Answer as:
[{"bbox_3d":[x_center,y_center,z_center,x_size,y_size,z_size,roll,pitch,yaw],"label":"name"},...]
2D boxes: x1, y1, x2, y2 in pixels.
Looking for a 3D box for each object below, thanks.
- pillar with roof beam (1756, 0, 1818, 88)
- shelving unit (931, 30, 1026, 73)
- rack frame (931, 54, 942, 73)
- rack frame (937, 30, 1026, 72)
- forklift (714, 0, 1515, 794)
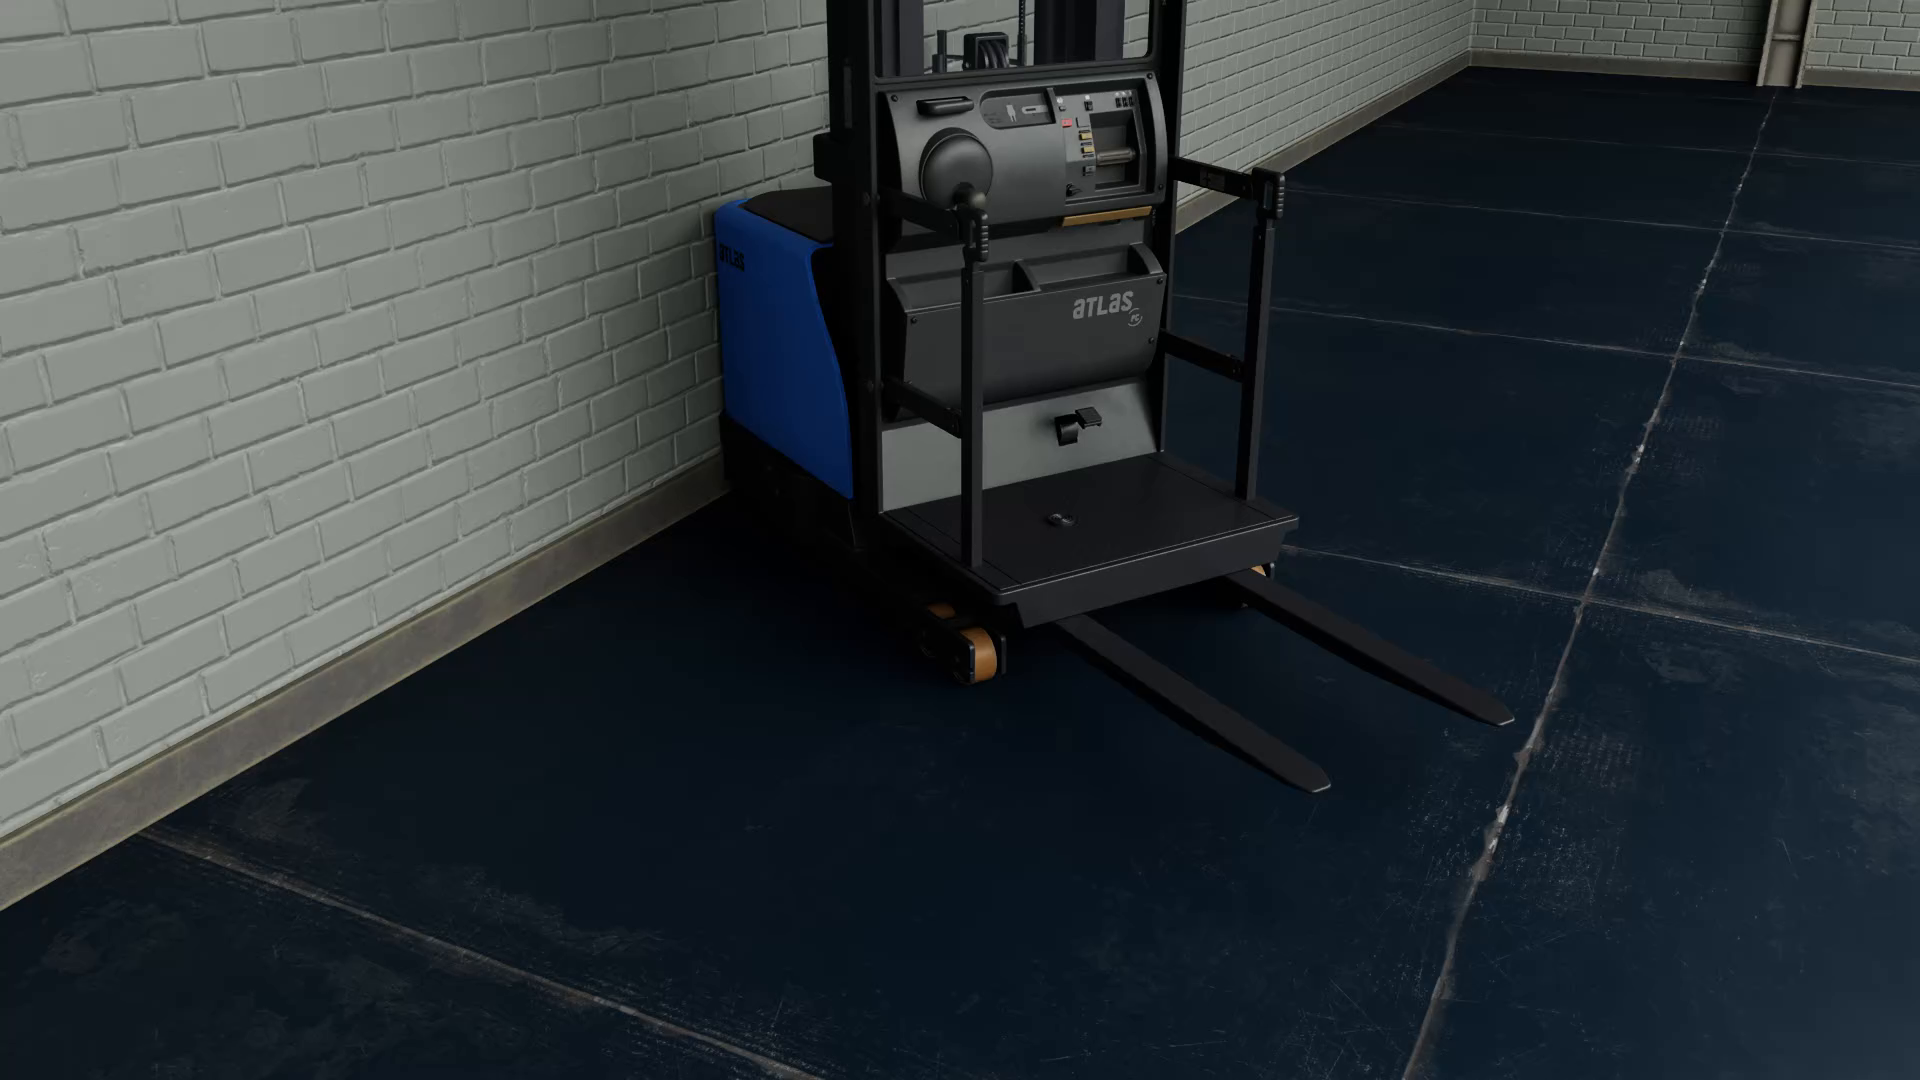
[{"bbox_3d":[5.999,-7.050,10.830,0.400,9.000,9.100,11,25,25],"label":"pillar with roof beam"},{"bbox_3d":[-0.081,-1.257,6.790,0.431,1.500,0.755,11,26,25],"label":"shelving unit"},{"bbox_3d":[-0.249,-1.130,6.490,0.400,1.500,0.023,11,26,25],"label":"rack frame"},{"bbox_3d":[0.086,-1.385,7.089,0.400,1.500,0.023,11,26,25],"label":"rack frame"},{"bbox_3d":[0.320,-1.139,4.684,1.130,2.935,3.031,-13,26,-28],"label":"forklift"}]
